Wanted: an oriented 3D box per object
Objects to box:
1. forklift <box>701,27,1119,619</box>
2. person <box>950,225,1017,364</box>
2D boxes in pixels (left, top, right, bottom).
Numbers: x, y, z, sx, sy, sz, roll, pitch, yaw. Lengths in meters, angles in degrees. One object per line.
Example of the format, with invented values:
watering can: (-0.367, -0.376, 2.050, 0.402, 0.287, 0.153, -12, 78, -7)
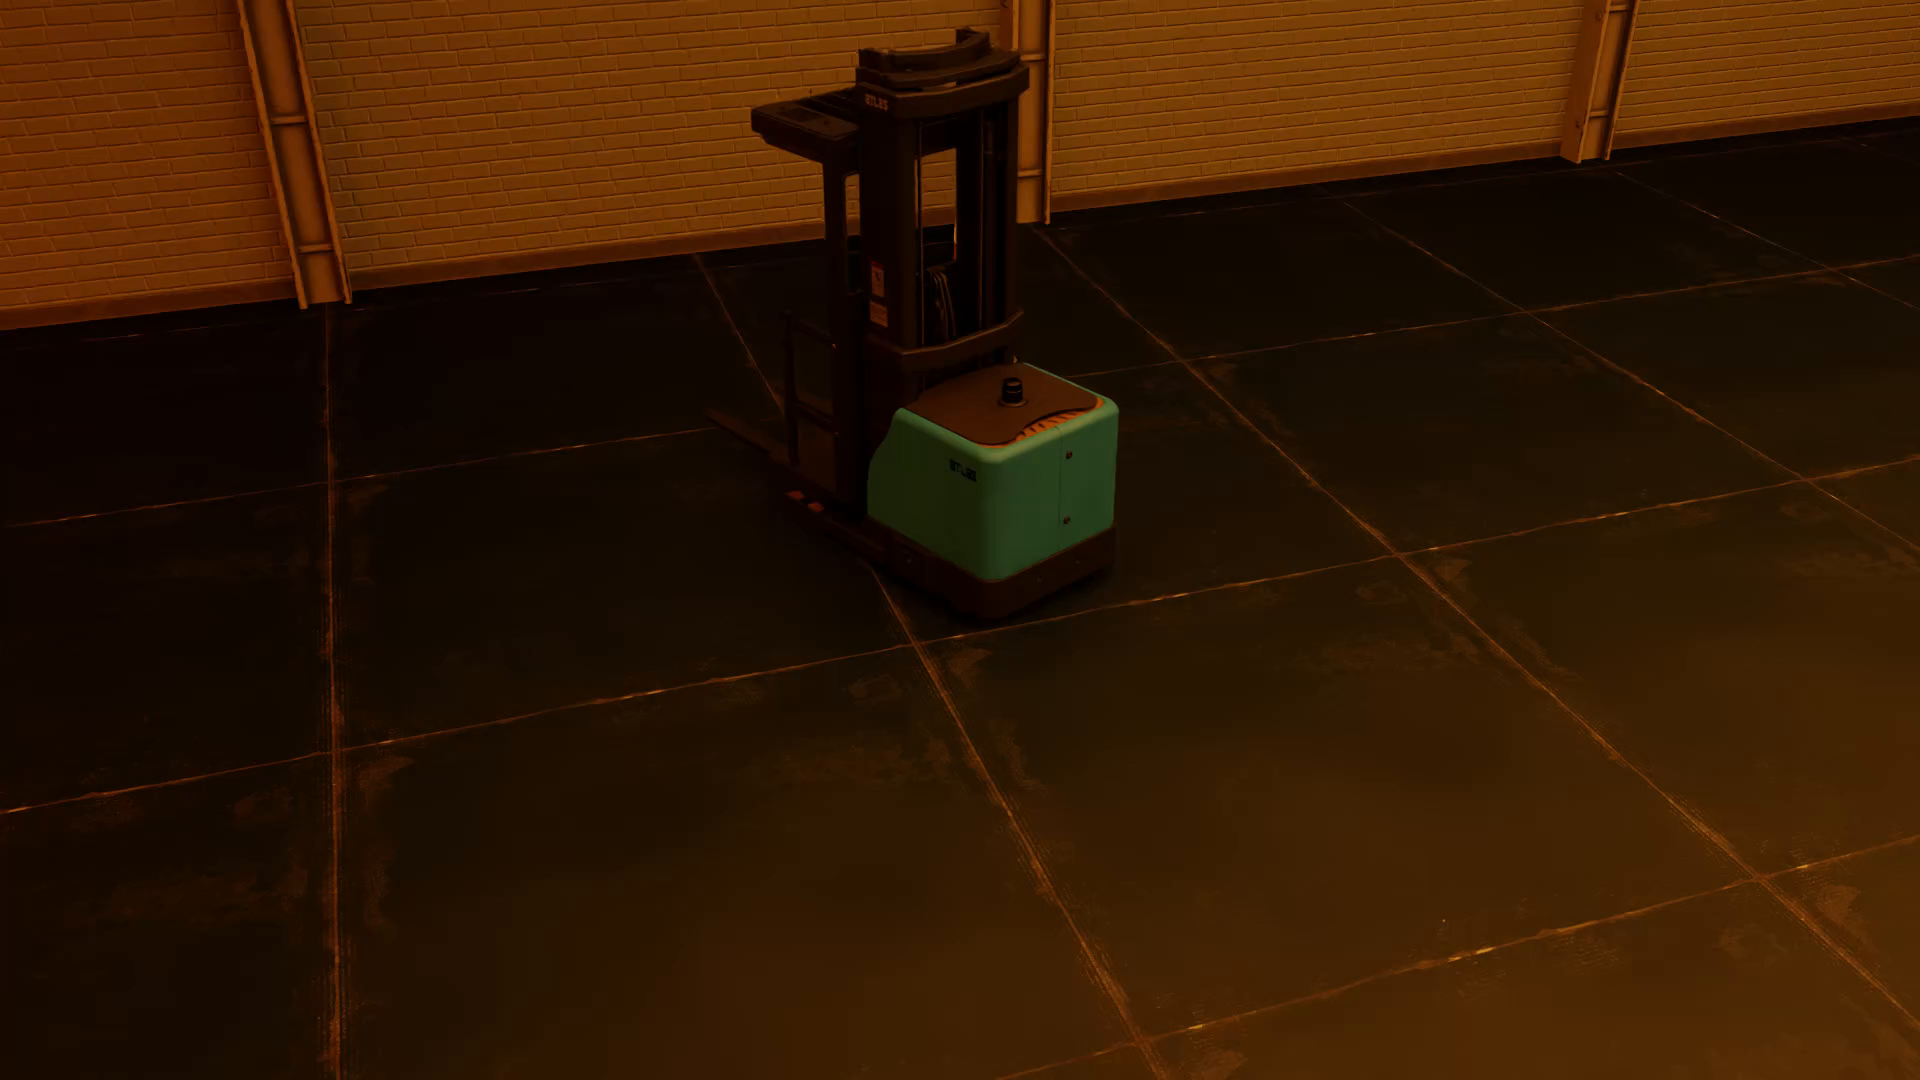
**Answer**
forklift: (-0.463, -1.487, 9.671, 1.130, 2.935, 3.031, -24, 38, -36)
person: (0.148, -1.853, 11.627, 0.411, 1.627, 0.784, 10, 31, 17)
